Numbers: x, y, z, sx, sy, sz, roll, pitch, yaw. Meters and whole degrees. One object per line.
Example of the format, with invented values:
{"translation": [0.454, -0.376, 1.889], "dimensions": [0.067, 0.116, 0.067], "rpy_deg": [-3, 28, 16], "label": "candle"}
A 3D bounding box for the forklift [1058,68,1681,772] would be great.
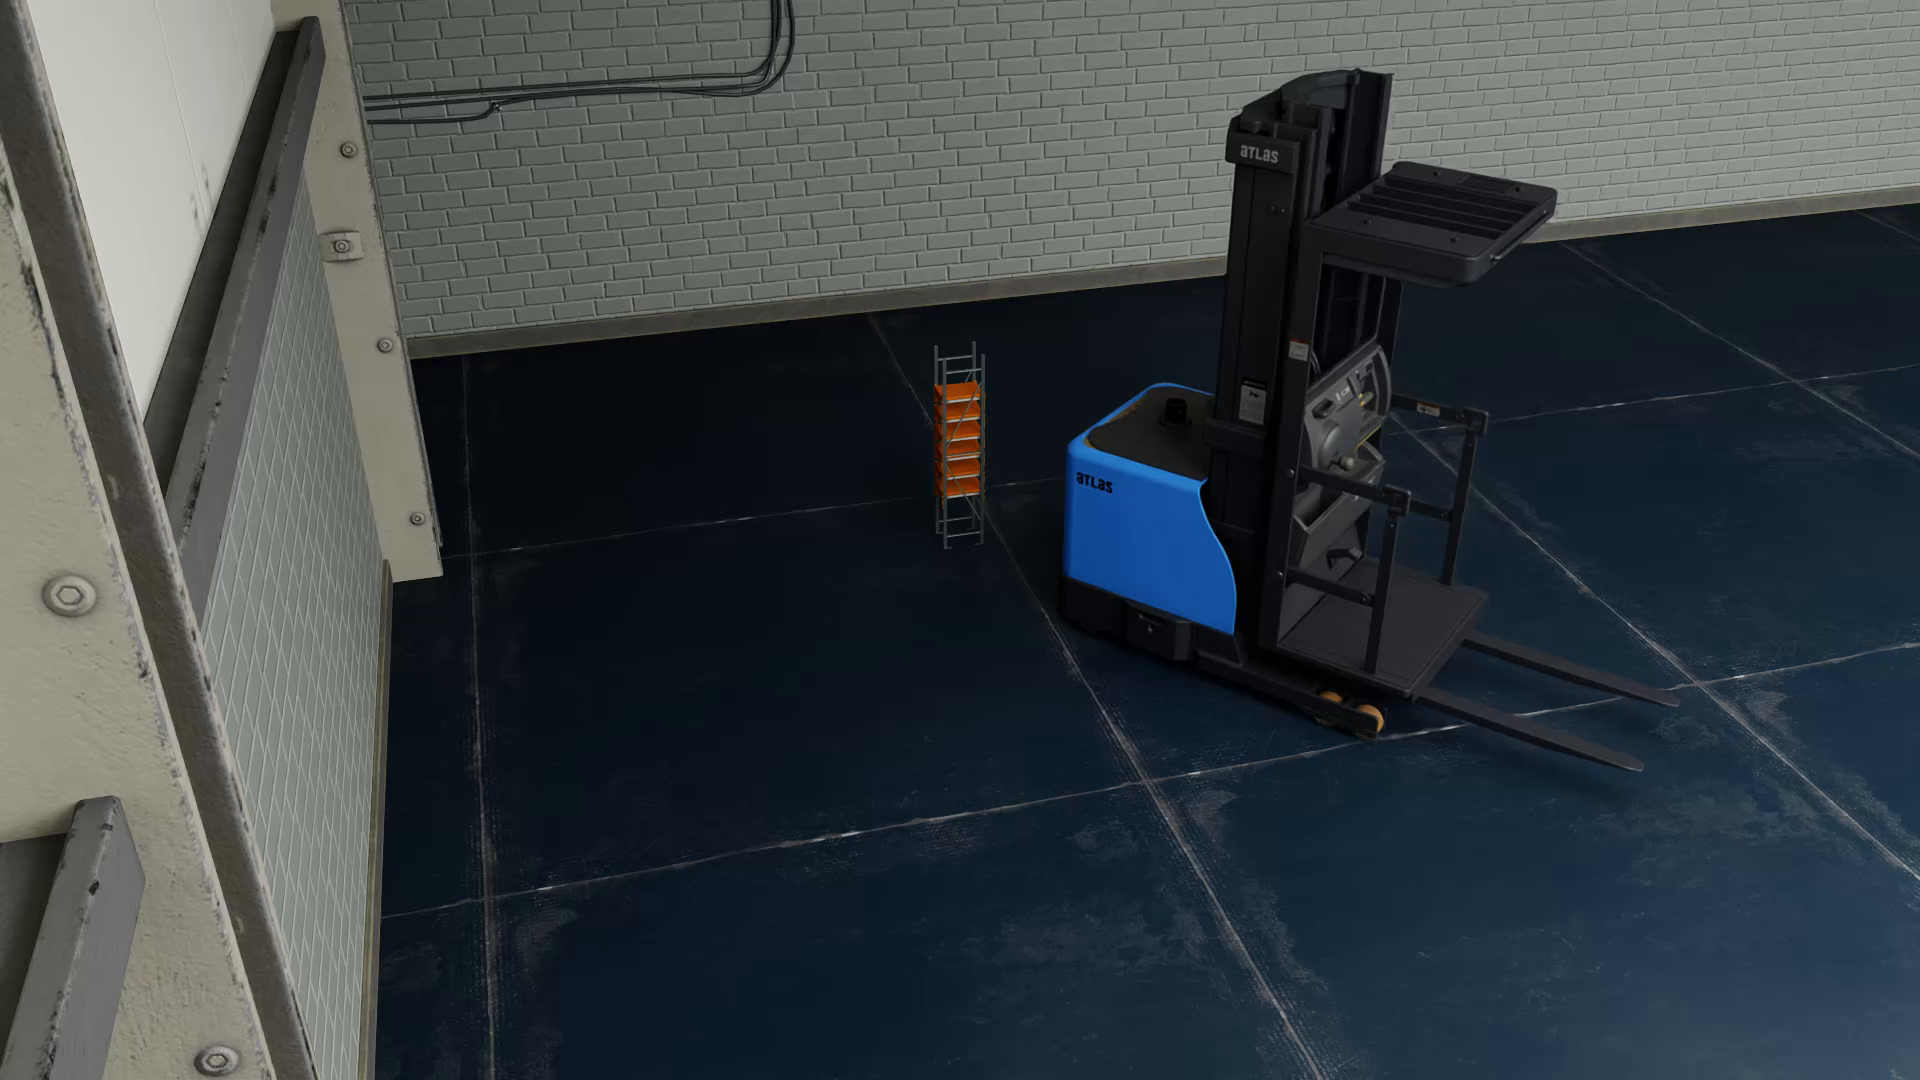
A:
{"translation": [2.026, -0.603, 7.867], "dimensions": [3.031, 2.935, 1.130], "rpy_deg": [19, 35, 30], "label": "forklift"}

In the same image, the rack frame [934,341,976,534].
{"translation": [-0.028, -0.570, 9.538], "dimensions": [0.240, 1.200, 0.006], "rpy_deg": [-8, 31, -13], "label": "rack frame"}

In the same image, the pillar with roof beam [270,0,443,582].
{"translation": [1.026, -4.341, 8.266], "dimensions": [9.100, 9.000, 0.400], "rpy_deg": [-8, 31, -13], "label": "pillar with roof beam"}

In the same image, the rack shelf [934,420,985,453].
{"translation": [-0.004, -0.592, 9.424], "dimensions": [0.258, 0.103, 0.180], "rpy_deg": [-8, 31, -13], "label": "rack shelf"}

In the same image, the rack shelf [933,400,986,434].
{"translation": [-0.004, -0.696, 9.364], "dimensions": [0.258, 0.103, 0.180], "rpy_deg": [-8, 31, -13], "label": "rack shelf"}

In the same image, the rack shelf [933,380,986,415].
{"translation": [-0.004, -0.799, 9.303], "dimensions": [0.258, 0.103, 0.180], "rpy_deg": [-8, 31, -13], "label": "rack shelf"}

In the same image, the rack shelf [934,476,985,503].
{"translation": [-0.004, -0.280, 9.604], "dimensions": [0.258, 0.103, 0.180], "rpy_deg": [-8, 31, -13], "label": "rack shelf"}

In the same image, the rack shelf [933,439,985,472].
{"translation": [-0.004, -0.488, 9.484], "dimensions": [0.258, 0.103, 0.180], "rpy_deg": [-8, 31, -13], "label": "rack shelf"}

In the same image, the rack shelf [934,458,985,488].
{"translation": [-0.004, -0.384, 9.544], "dimensions": [0.258, 0.103, 0.180], "rpy_deg": [-8, 31, -13], "label": "rack shelf"}

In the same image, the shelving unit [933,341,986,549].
{"translation": [-0.004, -0.526, 9.462], "dimensions": [0.258, 1.200, 0.189], "rpy_deg": [-8, 31, -13], "label": "shelving unit"}

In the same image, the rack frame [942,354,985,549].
{"translation": [0.020, -0.482, 9.385], "dimensions": [0.240, 1.200, 0.006], "rpy_deg": [-8, 31, -13], "label": "rack frame"}

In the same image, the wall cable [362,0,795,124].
{"translation": [-2.632, -4.023, 10.817], "dimensions": [3.097, 2.526, 0.112], "rpy_deg": [-8, 31, -13], "label": "wall cable"}
